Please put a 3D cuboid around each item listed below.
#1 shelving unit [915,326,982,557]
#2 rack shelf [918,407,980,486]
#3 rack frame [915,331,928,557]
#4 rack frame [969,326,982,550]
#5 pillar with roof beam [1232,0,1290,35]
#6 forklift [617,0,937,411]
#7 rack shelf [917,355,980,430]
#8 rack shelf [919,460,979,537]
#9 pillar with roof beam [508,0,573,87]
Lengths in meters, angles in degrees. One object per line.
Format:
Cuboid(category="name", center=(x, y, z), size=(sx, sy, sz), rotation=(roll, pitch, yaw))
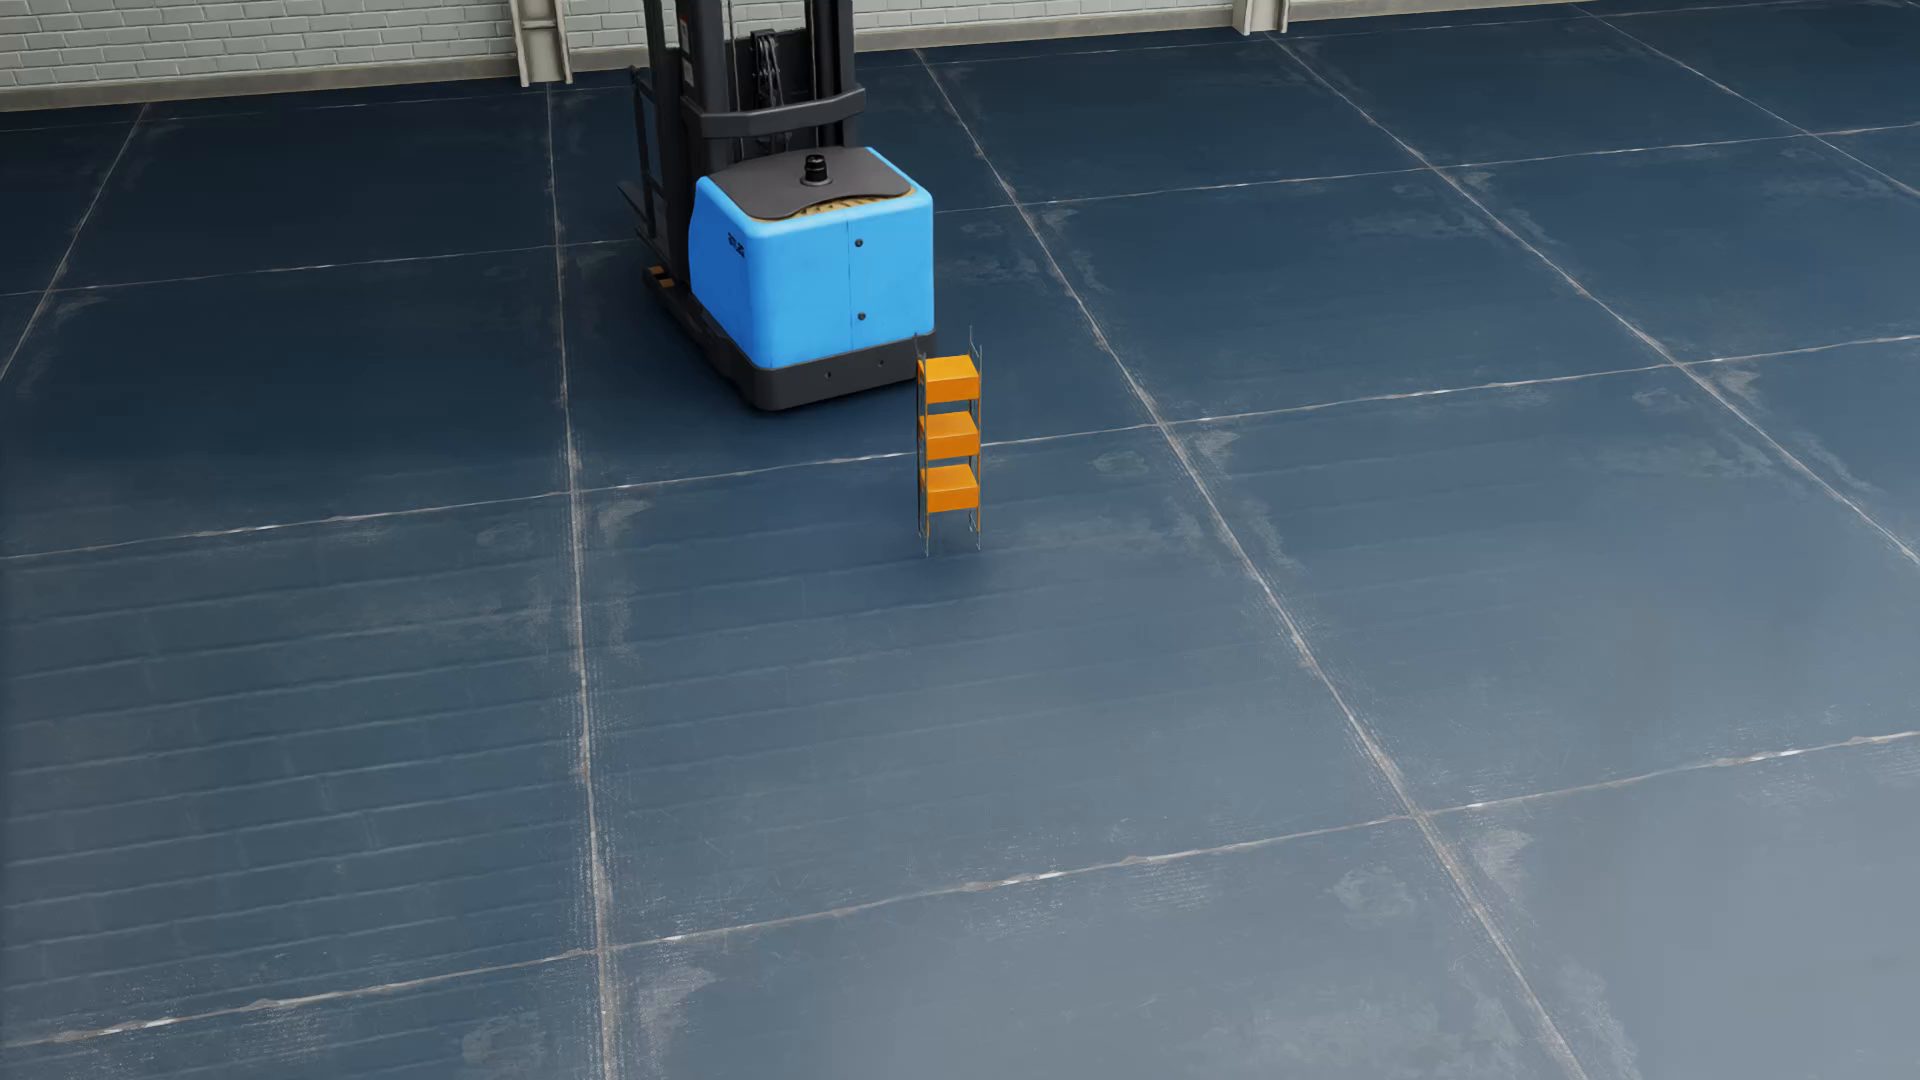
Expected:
Cuboid(category="shelving unit", center=(-0.052, -0.429, 7.448), size=(0.252, 1.050, 0.215), rotation=(-7, 35, -11))
Cuboid(category="rack shelf", center=(-0.052, -0.421, 7.454), size=(0.240, 0.259, 0.215), rotation=(-7, 35, -11))
Cuboid(category="rack frame", center=(-0.171, -0.414, 7.425), size=(0.008, 1.050, 0.200), rotation=(-7, 35, -11))
Cuboid(category="rack frame", center=(0.067, -0.444, 7.470), size=(0.008, 1.050, 0.200), rotation=(-7, 35, -11))
Cuboid(category="pillar with roof beam", center=(3.520, -5.799, 8.315), size=(0.400, 9.000, 9.100), rotation=(-7, 35, -11))
Cuboid(category="forklift", center=(-1.241, -2.691, 9.130), size=(1.130, 2.935, 3.031), rotation=(-16, 37, -22))
Cuboid(category="rack shelf", center=(-0.052, -0.656, 7.295), size=(0.240, 0.259, 0.215), rotation=(-7, 35, -11))
Cuboid(category="rack shelf", center=(-0.052, -0.190, 7.608), size=(0.240, 0.259, 0.215), rotation=(-7, 35, -11))
Cuboid(category="pillar with roof beam", center=(-2.332, -5.061, 7.216), size=(0.400, 9.000, 9.100), rotation=(-7, 35, -11))
